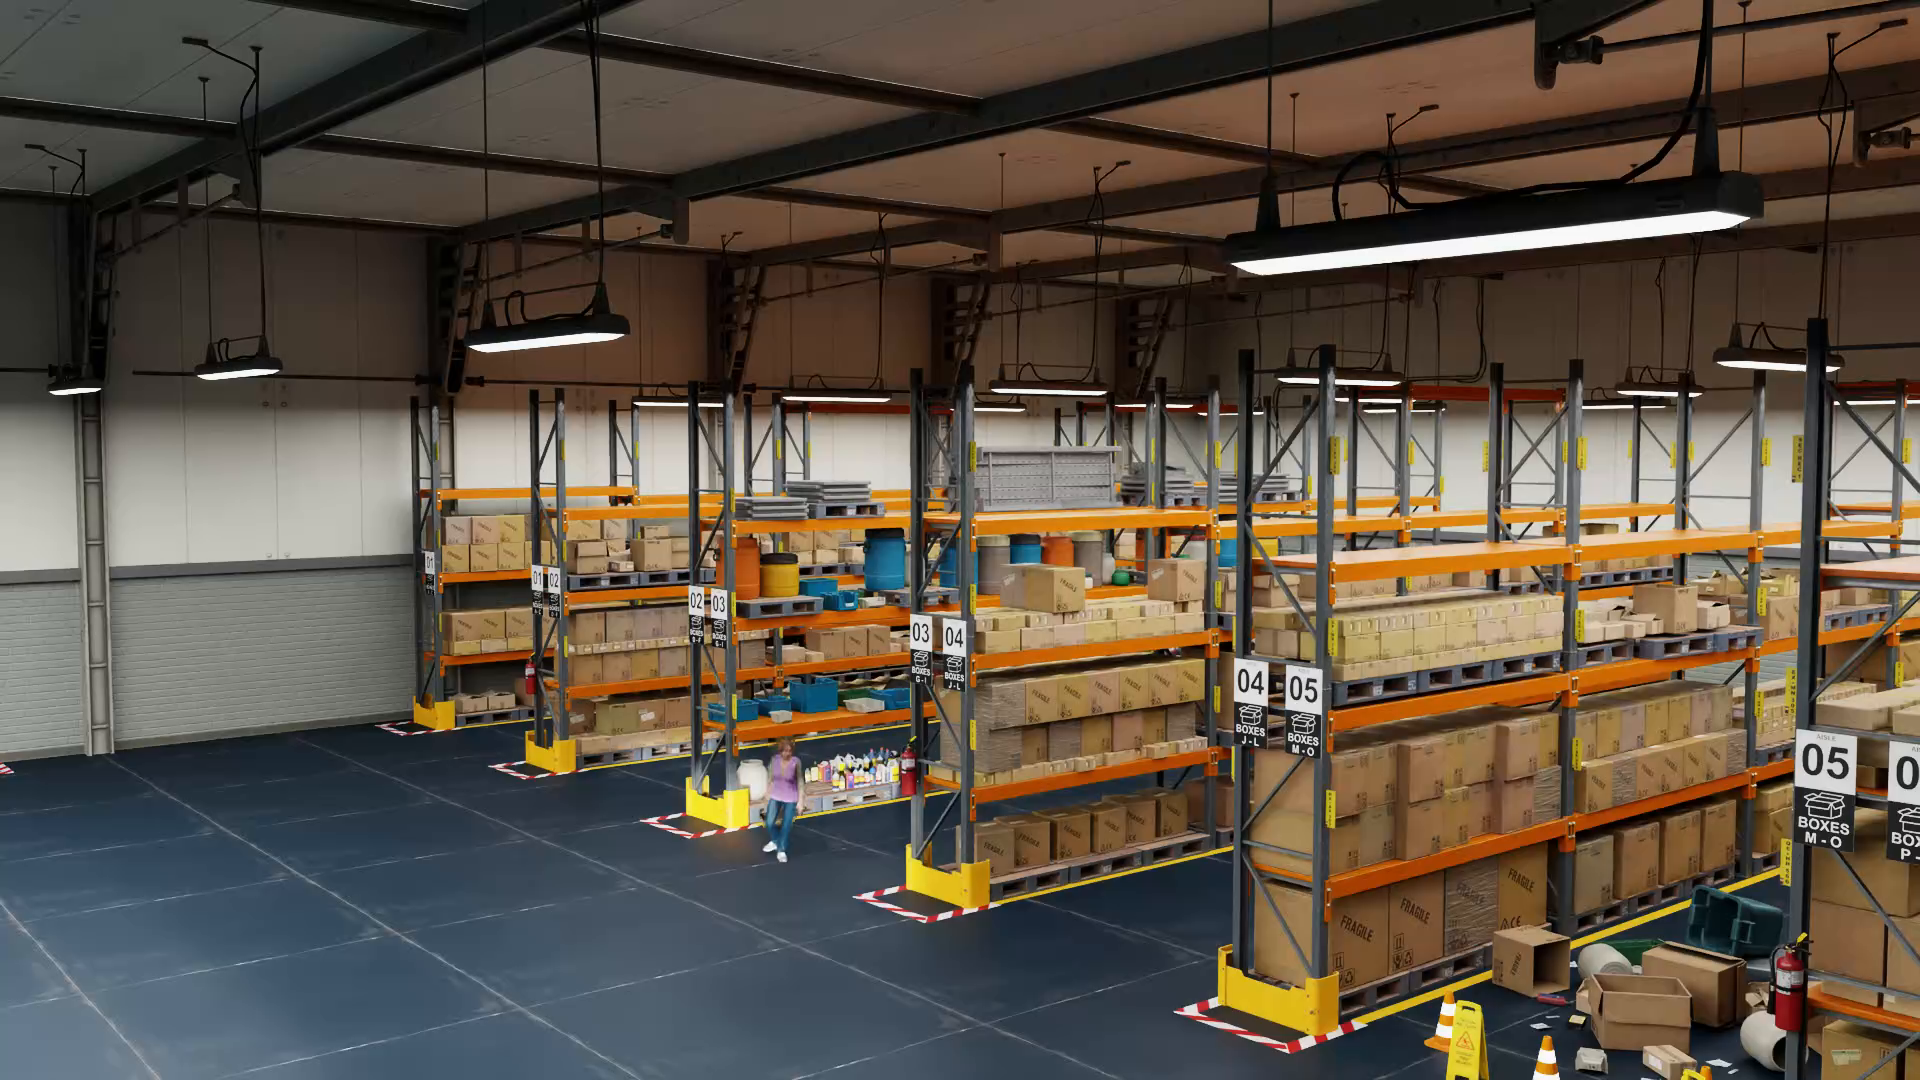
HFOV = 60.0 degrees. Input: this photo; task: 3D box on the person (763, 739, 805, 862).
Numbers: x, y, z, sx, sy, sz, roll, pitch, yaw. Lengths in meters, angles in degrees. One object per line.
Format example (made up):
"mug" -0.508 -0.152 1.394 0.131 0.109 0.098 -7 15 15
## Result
"person" -2.170 3.191 20.422 0.568 1.555 0.533 0 3 3
